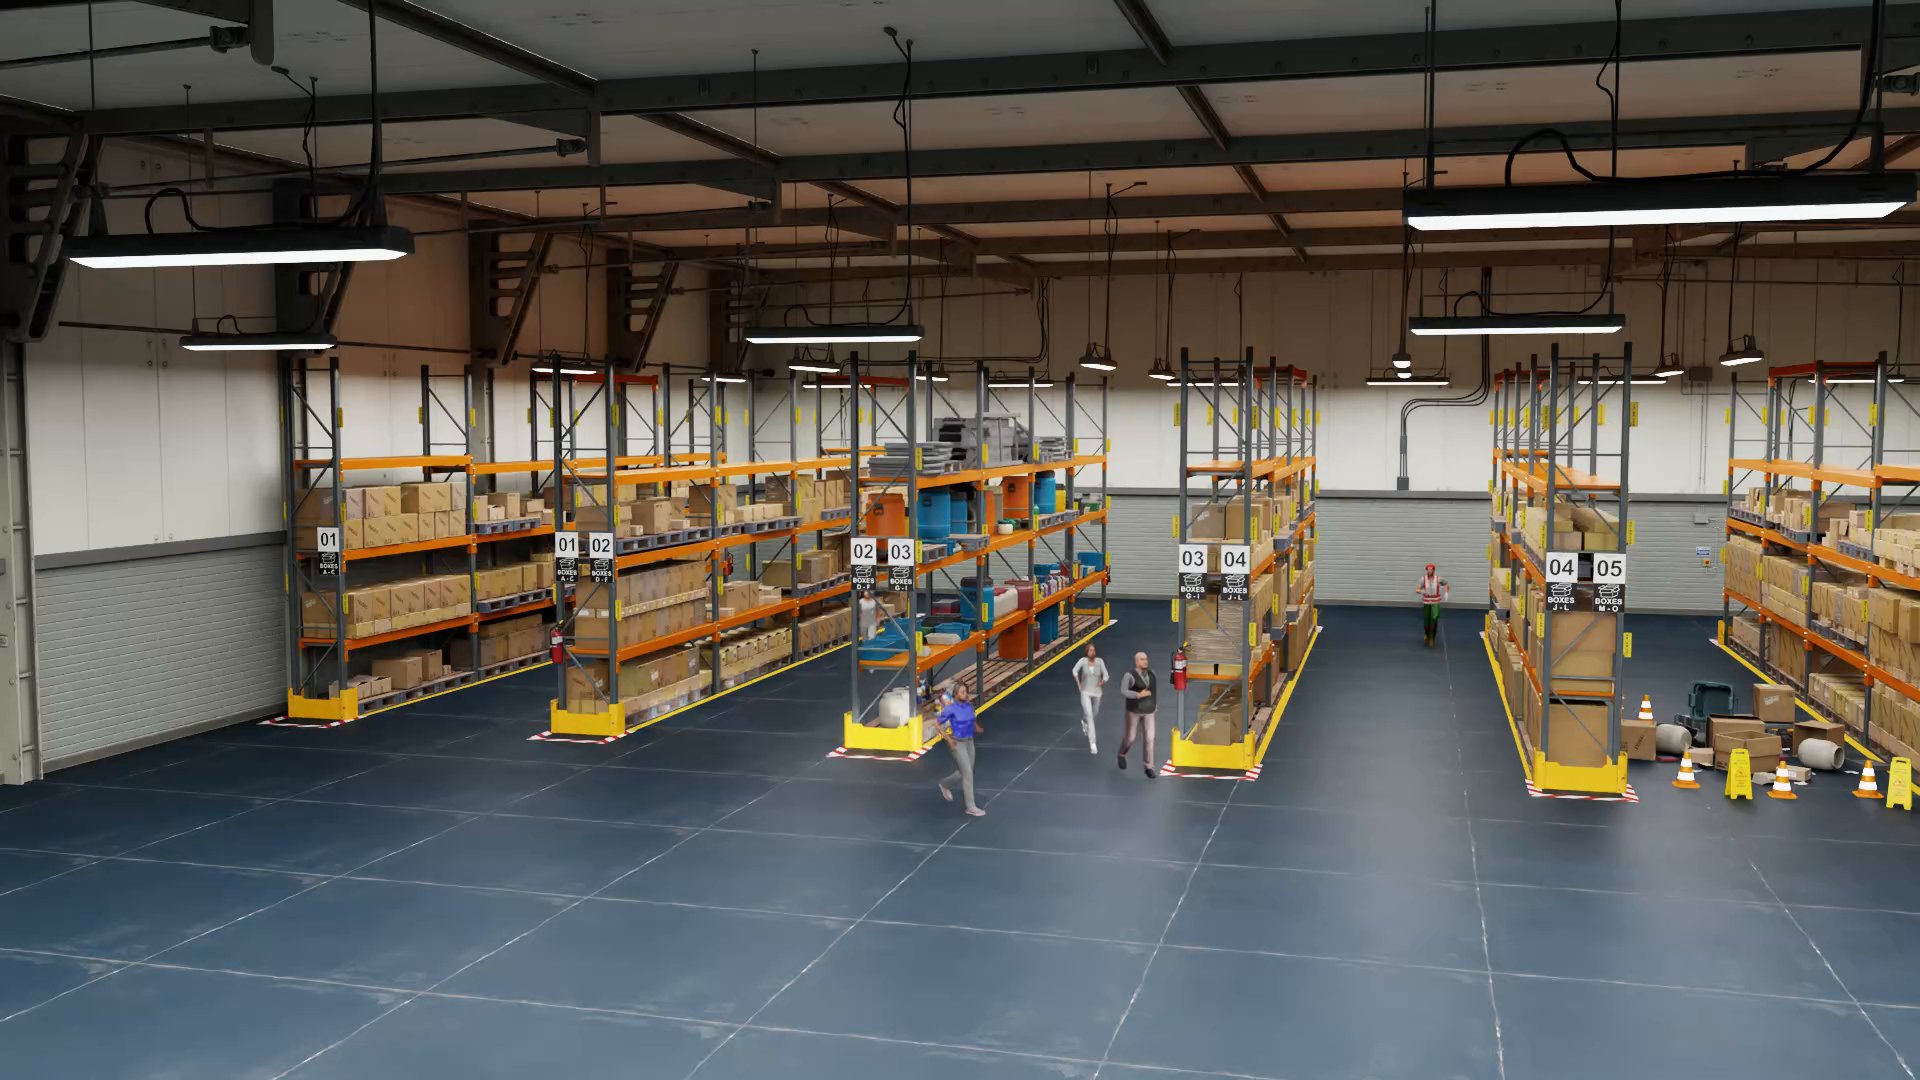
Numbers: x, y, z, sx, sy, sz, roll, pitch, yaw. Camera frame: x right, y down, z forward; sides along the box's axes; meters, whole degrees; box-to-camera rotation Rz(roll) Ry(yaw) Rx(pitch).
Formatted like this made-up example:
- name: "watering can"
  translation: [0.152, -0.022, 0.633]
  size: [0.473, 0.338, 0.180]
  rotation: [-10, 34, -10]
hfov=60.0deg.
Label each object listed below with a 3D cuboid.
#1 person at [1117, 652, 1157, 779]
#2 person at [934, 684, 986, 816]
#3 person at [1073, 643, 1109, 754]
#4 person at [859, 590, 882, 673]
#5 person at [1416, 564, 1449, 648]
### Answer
- name: "person"
  translation: [2.504, 2.406, 23.155]
  size: [0.660, 1.702, 0.970]
  rotation: [-1, 4, -19]
- name: "person"
  translation: [0.004, 2.631, 21.082]
  size: [0.859, 1.628, 0.587]
  rotation: [4, 6, 43]
- name: "person"
  translation: [1.999, 2.311, 25.253]
  size: [0.506, 1.502, 1.009]
  rotation: [-1, 4, -12]
- name: "person"
  translation: [-1.833, 1.752, 32.976]
  size: [0.552, 1.705, 0.774]
  rotation: [0, 4, 4]
- name: "person"
  translation: [10.392, 1.426, 36.610]
  size: [0.675, 1.837, 0.828]
  rotation: [2, 5, 22]
